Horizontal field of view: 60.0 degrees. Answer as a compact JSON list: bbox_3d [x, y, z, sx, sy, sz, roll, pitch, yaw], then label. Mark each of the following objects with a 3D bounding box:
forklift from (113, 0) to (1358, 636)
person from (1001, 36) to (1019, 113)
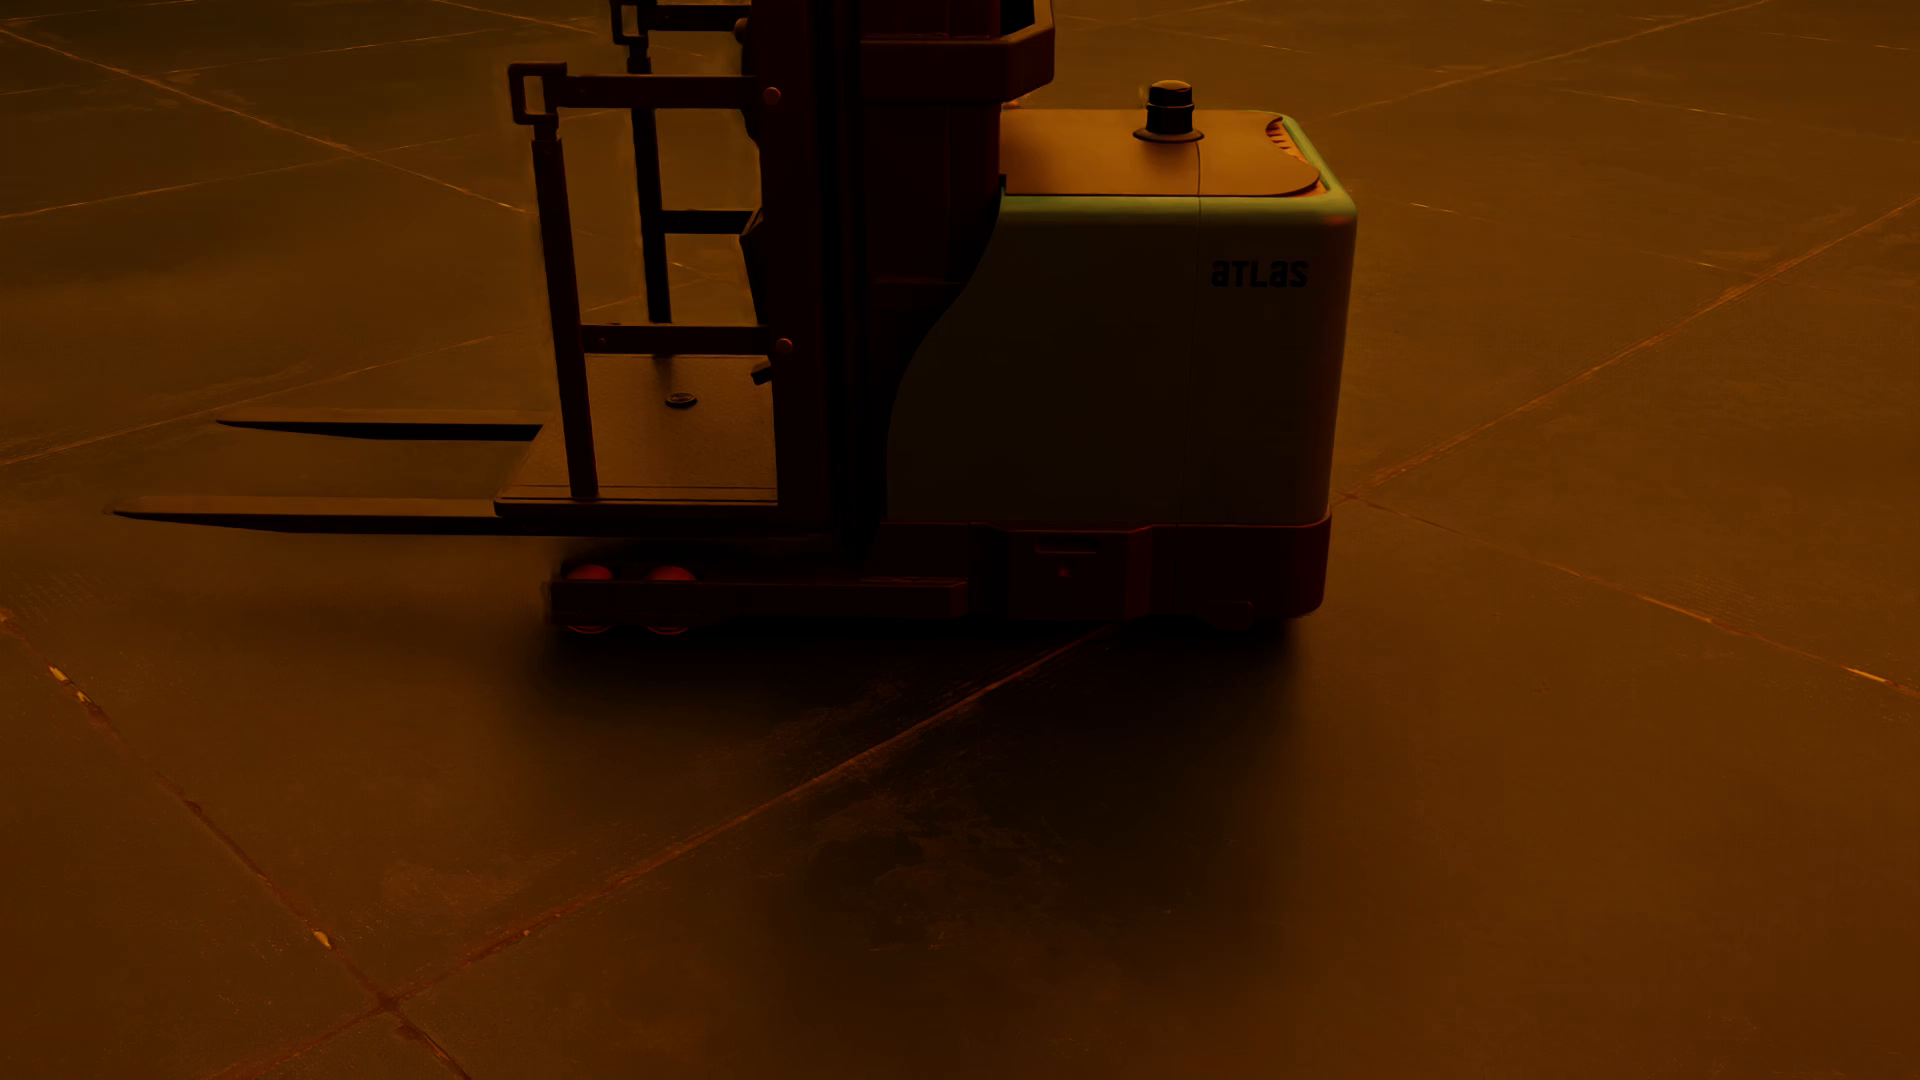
[{"bbox_3d":[-0.611,-1.315,3.895,3.031,2.935,1.130,1,26,1],"label":"forklift"},{"bbox_3d":[0.003,-2.922,8.606,0.781,1.712,0.488,-11,28,-21],"label":"person"}]
